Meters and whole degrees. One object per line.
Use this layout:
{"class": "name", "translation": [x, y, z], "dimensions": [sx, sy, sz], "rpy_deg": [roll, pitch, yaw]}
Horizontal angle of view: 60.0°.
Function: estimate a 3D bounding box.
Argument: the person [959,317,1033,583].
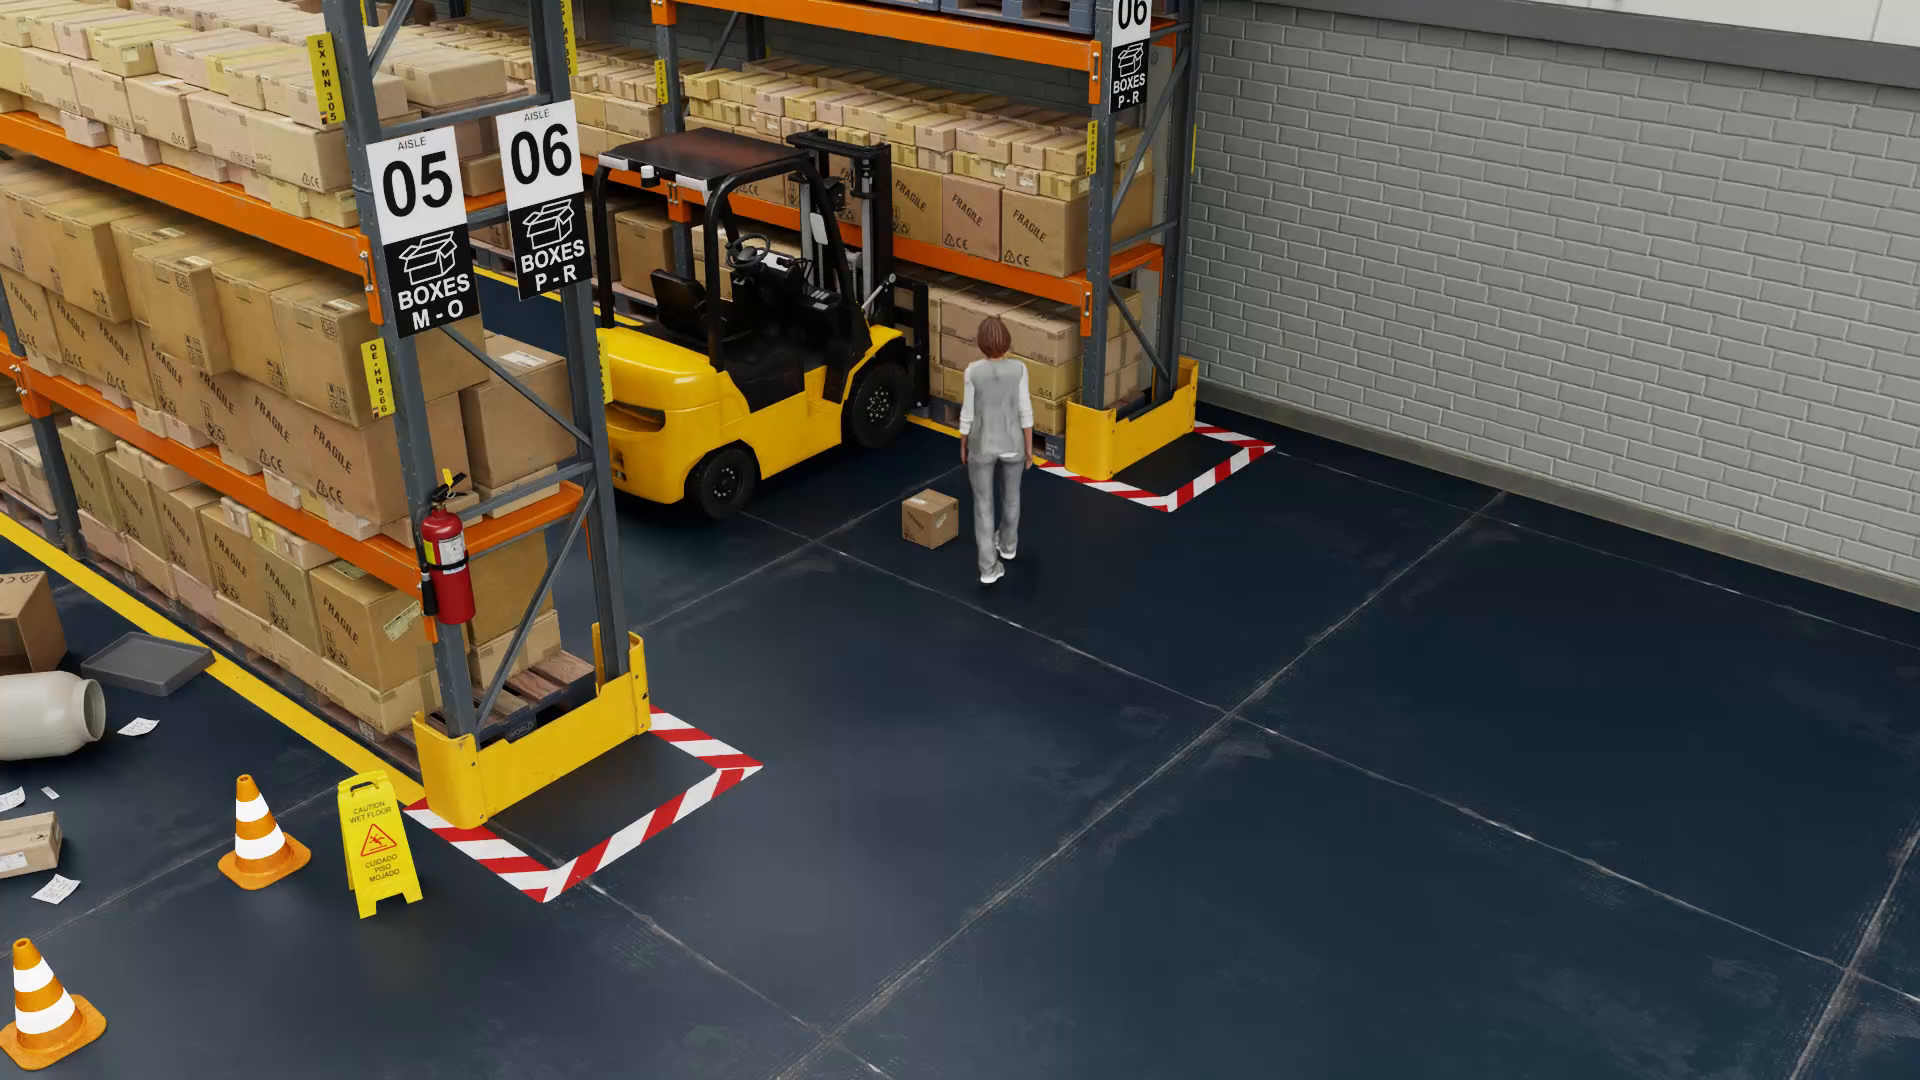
{"class": "person", "translation": [0.202, -0.547, 9.664], "dimensions": [0.426, 1.589, 0.627], "rpy_deg": [-3, 28, -6]}
